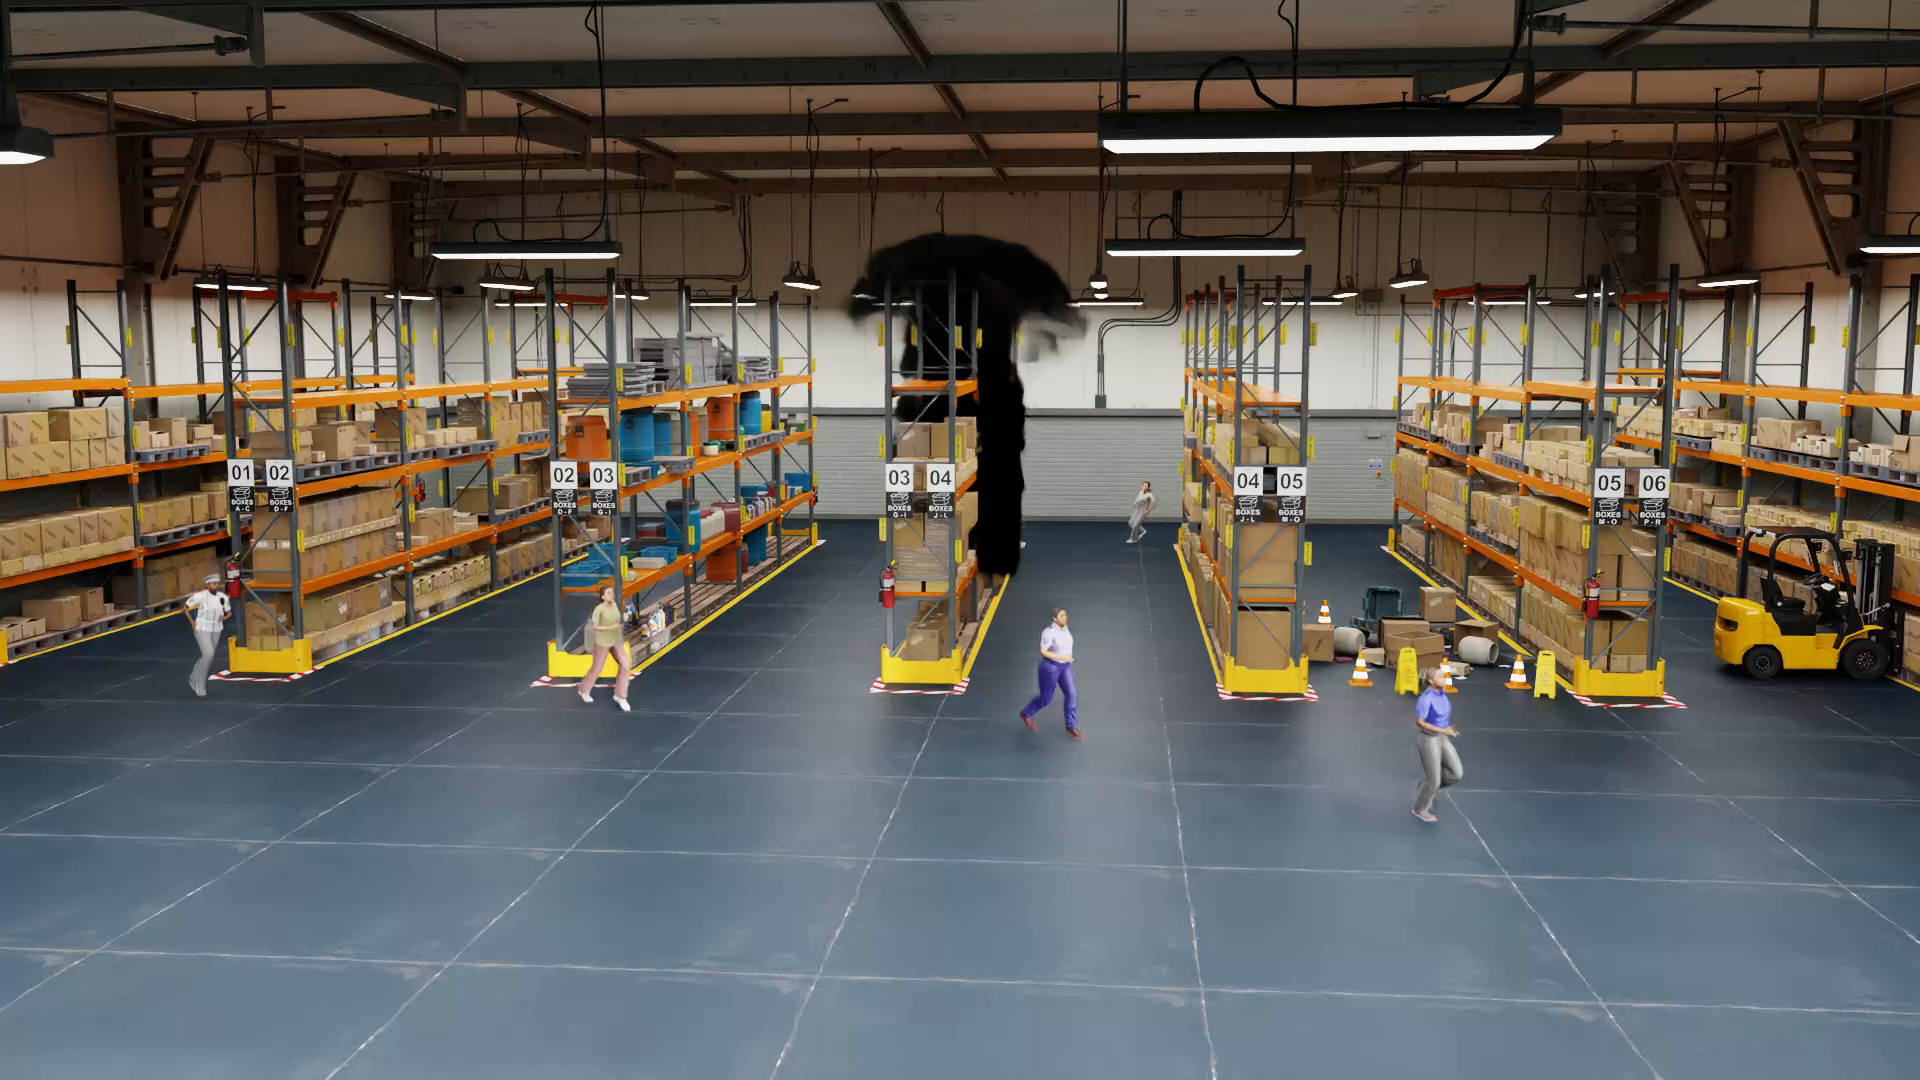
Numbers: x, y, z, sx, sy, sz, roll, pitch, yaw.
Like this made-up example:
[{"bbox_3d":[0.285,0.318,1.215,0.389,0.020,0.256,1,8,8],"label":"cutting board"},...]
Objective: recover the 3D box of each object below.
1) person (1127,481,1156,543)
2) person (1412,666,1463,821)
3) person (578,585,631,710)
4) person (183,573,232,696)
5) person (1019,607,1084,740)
[{"bbox_3d":[4.438,-0.676,40.499,0.541,1.546,0.703,-4,8,-31],"label":"person"},{"bbox_3d":[4.957,2.116,17.213,0.528,1.624,0.624,7,10,44],"label":"person"},{"bbox_3d":[-4.820,1.442,22.582,0.869,1.709,0.583,5,9,38],"label":"person"},{"bbox_3d":[-10.673,1.327,23.597,0.676,1.727,0.616,5,8,33],"label":"person"},{"bbox_3d":[1.174,1.658,20.990,0.915,1.653,0.581,7,10,43],"label":"person"}]
